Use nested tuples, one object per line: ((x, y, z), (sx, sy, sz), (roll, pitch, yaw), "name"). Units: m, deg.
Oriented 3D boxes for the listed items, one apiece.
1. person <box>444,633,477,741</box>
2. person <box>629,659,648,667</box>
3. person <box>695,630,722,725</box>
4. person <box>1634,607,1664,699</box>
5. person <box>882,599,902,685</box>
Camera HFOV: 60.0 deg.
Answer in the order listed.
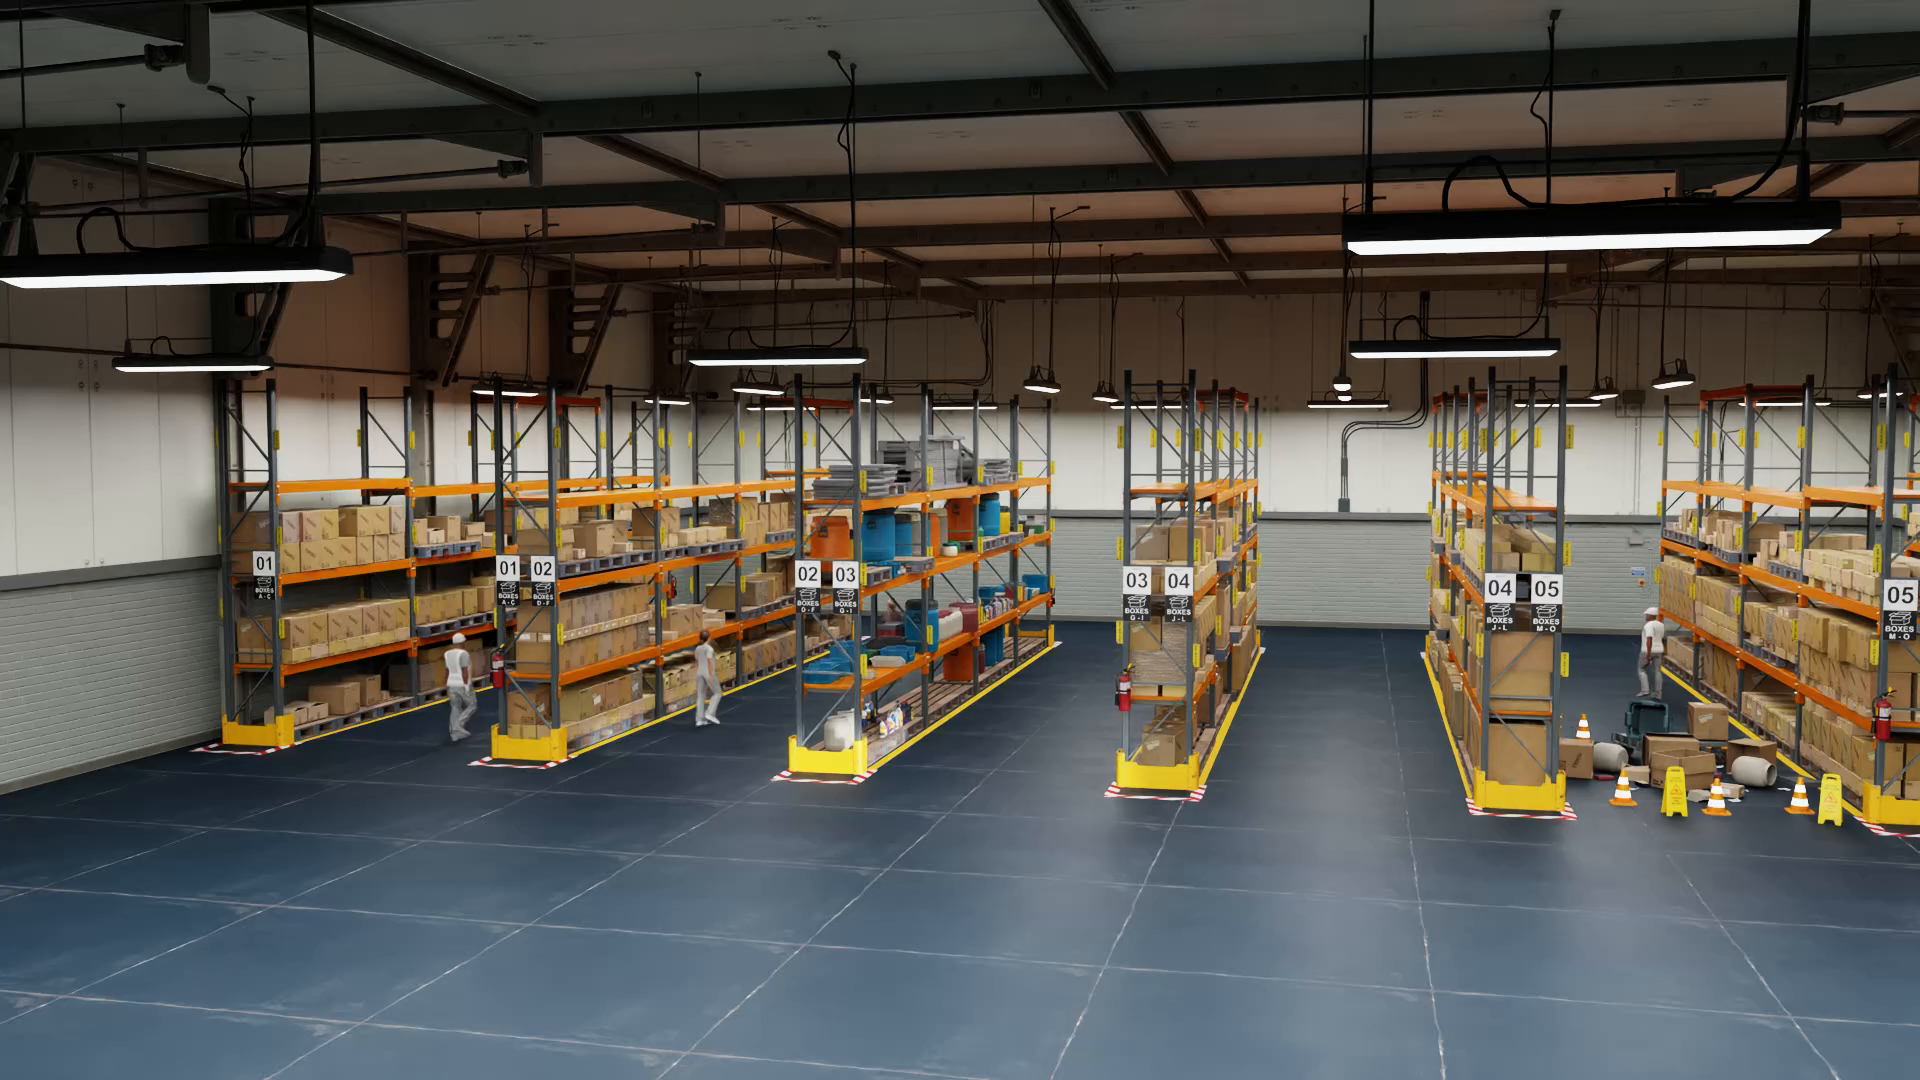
((-8.384, 2.444, 27.744), (0.594, 1.775, 0.515), (1, 4, 23), "person")
((-6.796, 2.082, 34.951), (0.546, 1.637, 0.462), (1, 4, 23), "person")
((-4.479, 2.409, 29.190), (0.474, 1.657, 0.515), (2, 4, 27), "person")
((13.456, 2.201, 32.199), (0.542, 1.786, 0.552), (-1, 3, -9), "person")
((-1.401, 1.985, 32.187), (0.610, 1.710, 0.691), (2, 4, 31), "person")
